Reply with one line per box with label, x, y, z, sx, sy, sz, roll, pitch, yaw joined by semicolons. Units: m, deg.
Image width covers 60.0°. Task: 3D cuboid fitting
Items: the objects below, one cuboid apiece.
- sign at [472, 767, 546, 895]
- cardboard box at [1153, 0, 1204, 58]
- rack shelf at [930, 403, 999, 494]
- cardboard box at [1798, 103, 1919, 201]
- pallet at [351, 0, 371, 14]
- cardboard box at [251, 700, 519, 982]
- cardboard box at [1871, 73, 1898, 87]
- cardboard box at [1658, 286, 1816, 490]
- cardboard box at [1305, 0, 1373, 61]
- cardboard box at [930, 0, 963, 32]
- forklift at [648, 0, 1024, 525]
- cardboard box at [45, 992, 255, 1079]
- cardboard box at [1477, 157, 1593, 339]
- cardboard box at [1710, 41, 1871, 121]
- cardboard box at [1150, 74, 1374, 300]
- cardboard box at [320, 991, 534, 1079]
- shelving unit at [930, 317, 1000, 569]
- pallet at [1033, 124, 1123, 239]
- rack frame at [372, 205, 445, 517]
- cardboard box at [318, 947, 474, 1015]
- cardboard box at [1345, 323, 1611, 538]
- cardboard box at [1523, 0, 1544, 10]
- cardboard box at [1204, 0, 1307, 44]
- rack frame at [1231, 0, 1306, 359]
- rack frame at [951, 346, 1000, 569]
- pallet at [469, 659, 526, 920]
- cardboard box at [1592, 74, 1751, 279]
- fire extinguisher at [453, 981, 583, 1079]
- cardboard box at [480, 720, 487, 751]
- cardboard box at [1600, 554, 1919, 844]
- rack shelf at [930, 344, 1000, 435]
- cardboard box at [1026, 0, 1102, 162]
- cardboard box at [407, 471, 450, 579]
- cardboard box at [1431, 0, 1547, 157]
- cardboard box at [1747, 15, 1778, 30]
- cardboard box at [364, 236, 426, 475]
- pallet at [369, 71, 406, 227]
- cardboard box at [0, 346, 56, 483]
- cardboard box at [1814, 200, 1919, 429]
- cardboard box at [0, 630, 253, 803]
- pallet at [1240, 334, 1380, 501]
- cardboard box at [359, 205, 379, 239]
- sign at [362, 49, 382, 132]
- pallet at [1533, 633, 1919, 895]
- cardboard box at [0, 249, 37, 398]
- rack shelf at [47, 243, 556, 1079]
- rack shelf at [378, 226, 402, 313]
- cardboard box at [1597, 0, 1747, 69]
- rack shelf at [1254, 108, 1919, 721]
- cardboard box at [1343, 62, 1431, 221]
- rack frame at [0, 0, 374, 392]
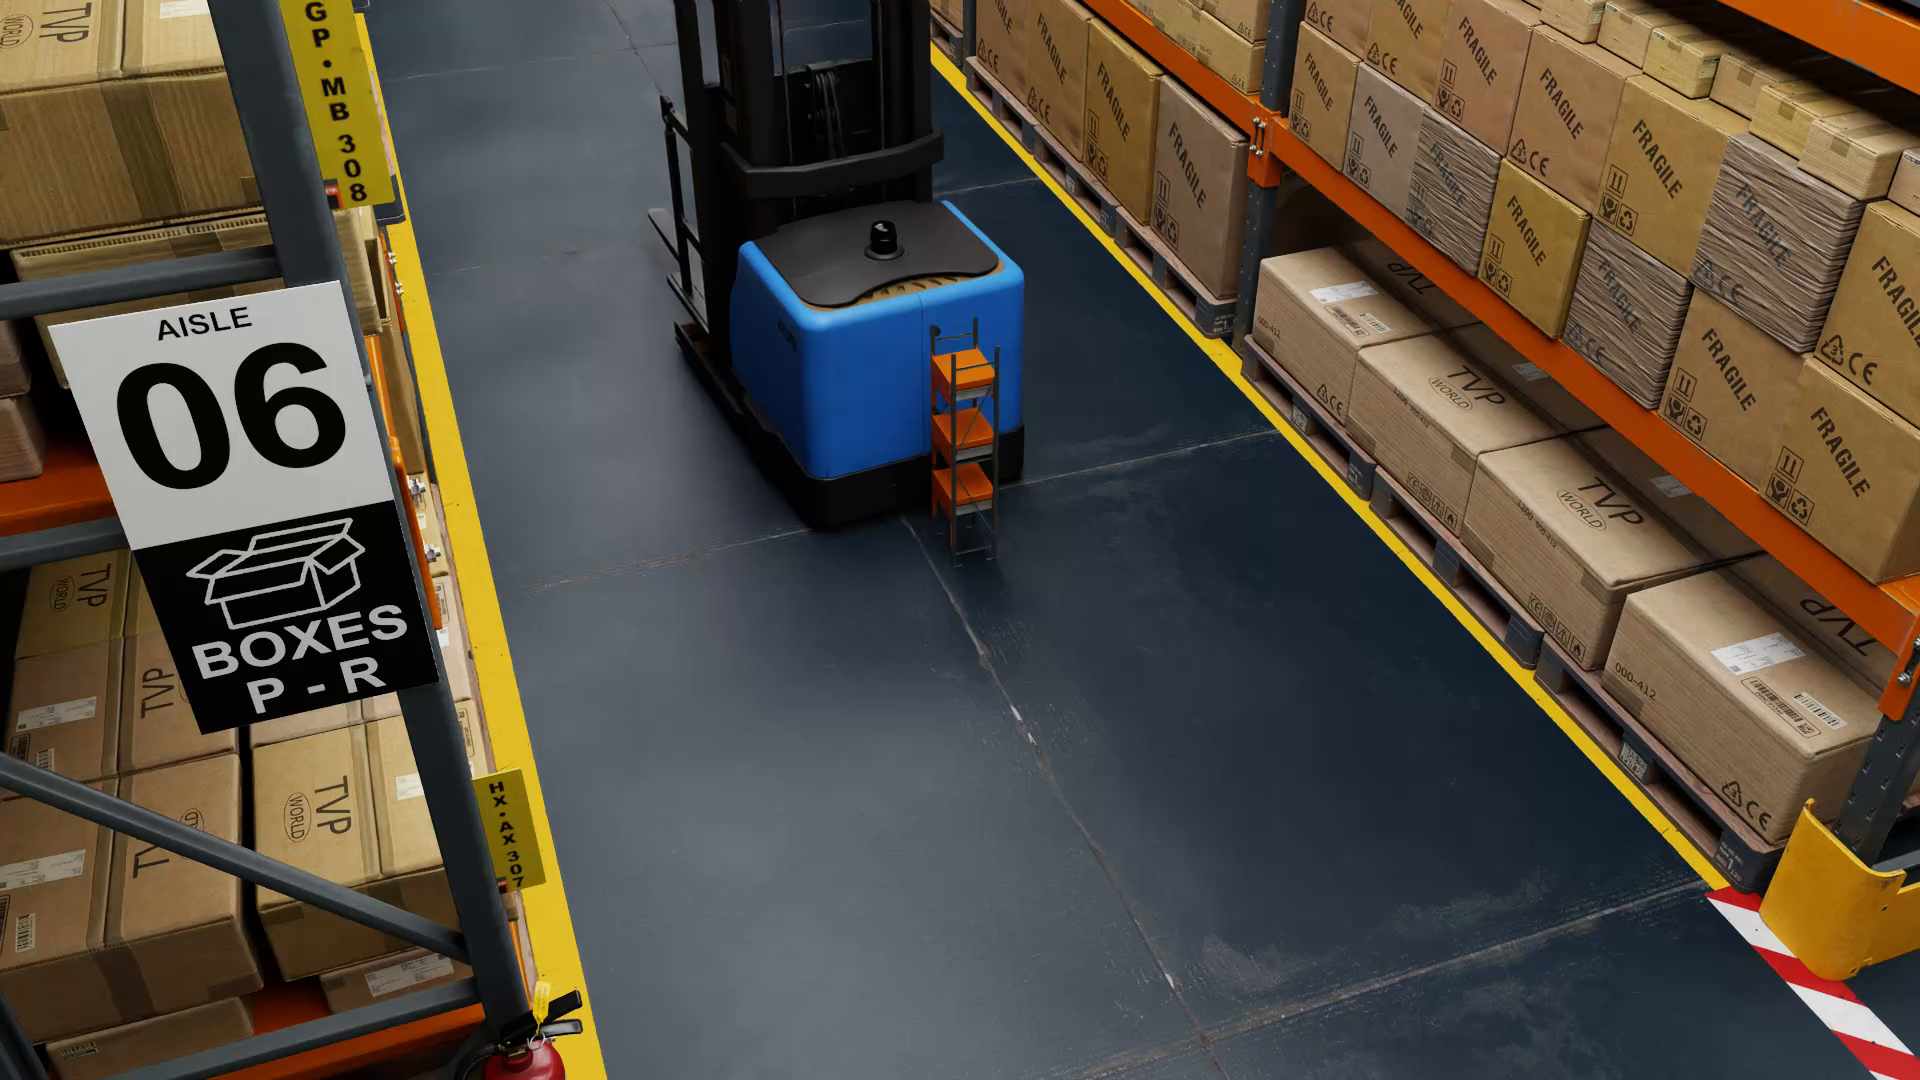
sign;-0.888;0.576;3.272;0.100;0.325;0.005;-12;39;-16
cardboard box;1.320;-2.684;8.445;0.500;0.250;0.500;-13;39;-17
rack shelf;0.018;-0.381;6.900;0.215;0.259;0.240;-12;39;-16
cardboard box;2.672;-1.122;4.793;0.380;0.149;0.250;-13;39;-16
pallet;-3.852;-3.040;8.952;1.213;0.211;1.003;-12;39;-16
cardboard box;-1.301;0.664;3.753;0.500;0.250;0.500;-12;39;-16
cardboard box;3.013;-1.538;5.345;0.380;0.149;0.250;-12;39;-16
cardboard box;2.688;-0.539;5.390;0.500;0.500;0.500;-13;39;-17
cardboard box;1.821;-2.375;6.996;0.500;0.500;0.500;-12;39;-16
cardboard box;0.323;-3.954;11.841;0.950;0.372;0.625;-15;40;-19
forklift;-0.800;-2.114;7.620;1.130;2.935;3.031;-16;40;-20
cardboard box;-1.764;1.003;3.634;0.380;0.149;0.250;-13;39;-16
cardboard box;2.312;-1.117;6.157;0.500;0.500;0.500;-11;38;-15
cardboard box;2.601;-1.435;5.208;0.380;0.149;0.250;-13;39;-16
cardboard box;1.597;-1.907;8.706;0.875;0.875;0.875;-11;38;-15
cardboard box;-1.519;1.499;4.493;0.797;0.503;0.637;-14;39;-18
shelving unit;0.018;-0.389;6.894;0.215;1.050;0.252;-12;39;-16
pallet;1.125;-2.252;10.064;1.003;0.211;1.213;-12;39;-16
rack frame;-2.774;-1.225;6.383;1.000;3.000;0.127;-12;39;-16
cardboard box;-1.253;0.893;3.781;0.380;0.149;0.250;-13;39;-16
cardboard box;2.309;-0.517;7.223;0.875;0.438;0.875;-14;39;-17
cardboard box;2.237;-2.010;5.972;0.380;0.149;0.250;-13;39;-16
cardboard box;1.505;-2.593;7.909;0.500;0.250;0.500;-12;39;-16
rack frame;1.885;-2.255;7.750;1.000;3.000;0.127;-12;39;-16
rack frame;0.060;-0.320;6.803;0.200;1.050;0.008;-12;39;-16
pallet;-2.115;0.967;5.790;1.003;0.211;1.213;-12;39;-16
cardboard box;2.497;-1.227;5.471;0.500;0.500;0.500;-13;39;-16
fire extinguisher;-0.913;1.202;3.535;0.296;0.674;0.183;-12;39;-16
cardboard box;-1.865;0.690;5.569;0.500;0.500;0.500;-12;39;-15
cardboard box;2.940;0.508;5.862;0.875;0.438;0.875;-14;39;-17
rack shelf;0.018;-0.607;6.730;0.215;0.259;0.240;-12;39;-16
cardboard box;0.971;-2.921;10.052;0.875;0.875;0.875;-12;39;-15
cardboard box;-1.652;0.093;4.510;0.500;0.250;0.500;-13;39;-17
cardboard box;2.155;-1.797;6.228;0.500;0.500;0.500;-12;39;-15
cardboard box;2.905;-1.836;5.741;0.380;0.149;0.250;-13;39;-17
cardboard box;-1.817;-0.483;4.652;0.500;0.500;0.500;-11;38;-15
pallet;-2.947;-1.622;7.070;1.003;0.211;1.213;-12;39;-16
cardboard box;-1.725;-0.196;2.733;0.380;0.149;0.250;-11;38;-15
cardboard box;2.872;-0.657;4.716;0.500;0.500;0.500;-11;38;-14
cardboard box;-1.982;0.479;3.998;0.500;0.250;0.500;-12;39;-16
pallet;2.073;-0.695;7.997;1.003;0.211;1.213;-12;39;-16
cardboard box;-2.370;-1.047;6.024;0.500;0.250;0.500;-11;38;-15
sign;-2.267;-1.687;6.278;0.100;0.325;0.005;-12;39;-16
pallet;2.913;0.683;6.168;1.003;0.211;1.213;-12;39;-16
cardboard box;-1.806;-0.417;2.695;0.500;0.250;0.500;-13;39;-17
rack shelf;-2.086;0.192;5.100;1.077;0.370;4.000;-12;39;-16
rack shelf;-3.462;-2.067;8.099;1.077;0.370;4.000;-12;39;-16
cardboard box;2.387;-1.716;5.582;0.380;0.149;0.250;-11;38;-14
rack shelf;2.573;-0.838;6.467;1.077;0.370;4.000;-12;39;-16
cardboard box;1.970;-1.690;6.918;0.500;0.500;0.500;-12;39;-16
rack frame;-1.398;-1.362;1.578;1.000;3.000;0.127;-12;39;-16
